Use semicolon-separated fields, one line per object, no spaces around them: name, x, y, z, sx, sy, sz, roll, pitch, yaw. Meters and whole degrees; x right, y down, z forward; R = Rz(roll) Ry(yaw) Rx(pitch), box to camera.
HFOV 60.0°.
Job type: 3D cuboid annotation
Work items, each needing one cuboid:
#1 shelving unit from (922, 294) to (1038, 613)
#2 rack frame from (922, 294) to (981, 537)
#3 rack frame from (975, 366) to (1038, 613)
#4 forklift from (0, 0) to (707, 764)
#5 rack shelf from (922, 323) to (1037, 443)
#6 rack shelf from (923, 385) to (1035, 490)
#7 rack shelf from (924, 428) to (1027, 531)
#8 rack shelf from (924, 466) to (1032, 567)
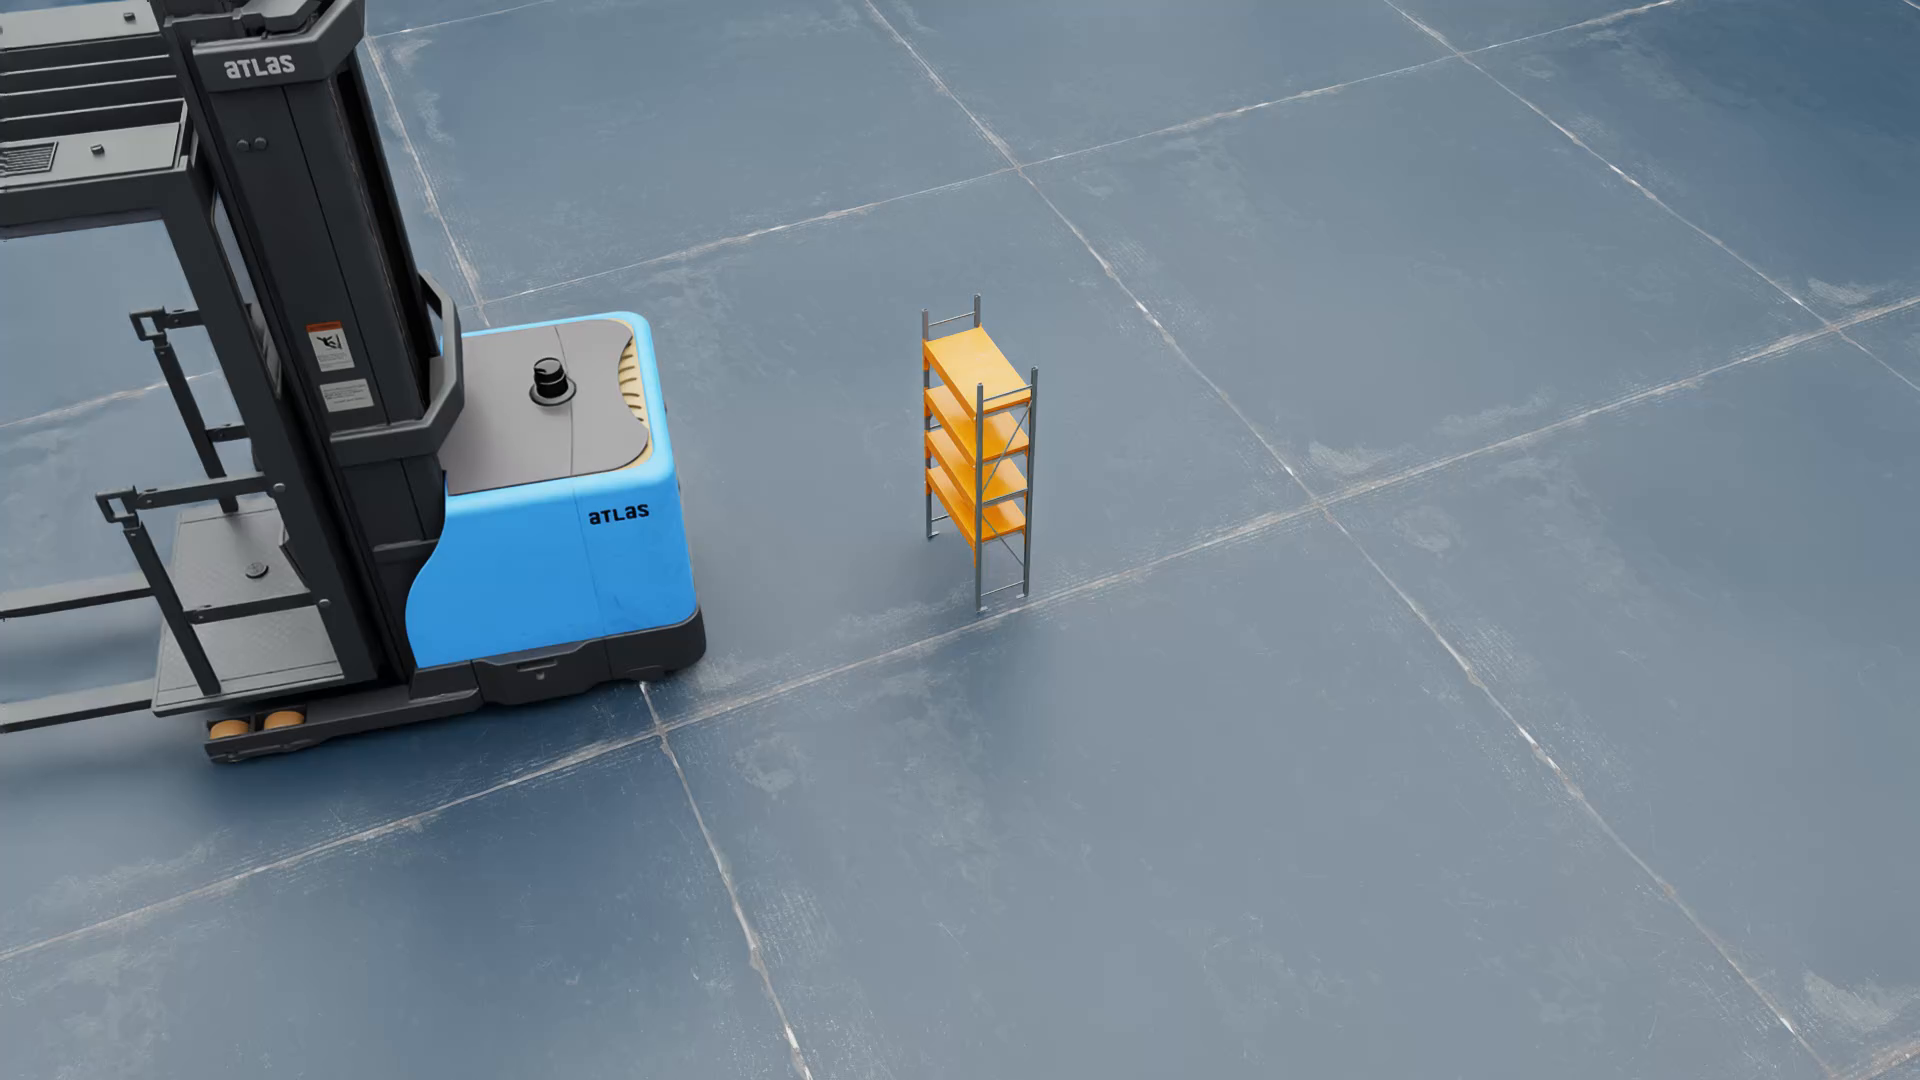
shelving unit;0.070;-0.322;6.591;0.258;1.200;0.503;-18;47;-17
rack frame;-0.033;-0.477;6.748;0.240;1.200;0.015;-18;47;-17
rack frame;0.172;-0.166;6.433;0.240;1.200;0.015;-18;47;-17
forklift;-2.577;-0.618;5.658;3.031;2.935;1.130;-10;45;-10
rack shelf;0.070;-0.601;6.315;0.258;0.148;0.480;-18;47;-17
rack shelf;0.070;-0.433;6.481;0.258;0.148;0.480;-18;47;-17
rack shelf;0.070;-0.274;6.638;0.258;0.148;0.480;-18;47;-17
rack shelf;0.070;-0.132;6.777;0.258;0.148;0.480;-18;47;-17
